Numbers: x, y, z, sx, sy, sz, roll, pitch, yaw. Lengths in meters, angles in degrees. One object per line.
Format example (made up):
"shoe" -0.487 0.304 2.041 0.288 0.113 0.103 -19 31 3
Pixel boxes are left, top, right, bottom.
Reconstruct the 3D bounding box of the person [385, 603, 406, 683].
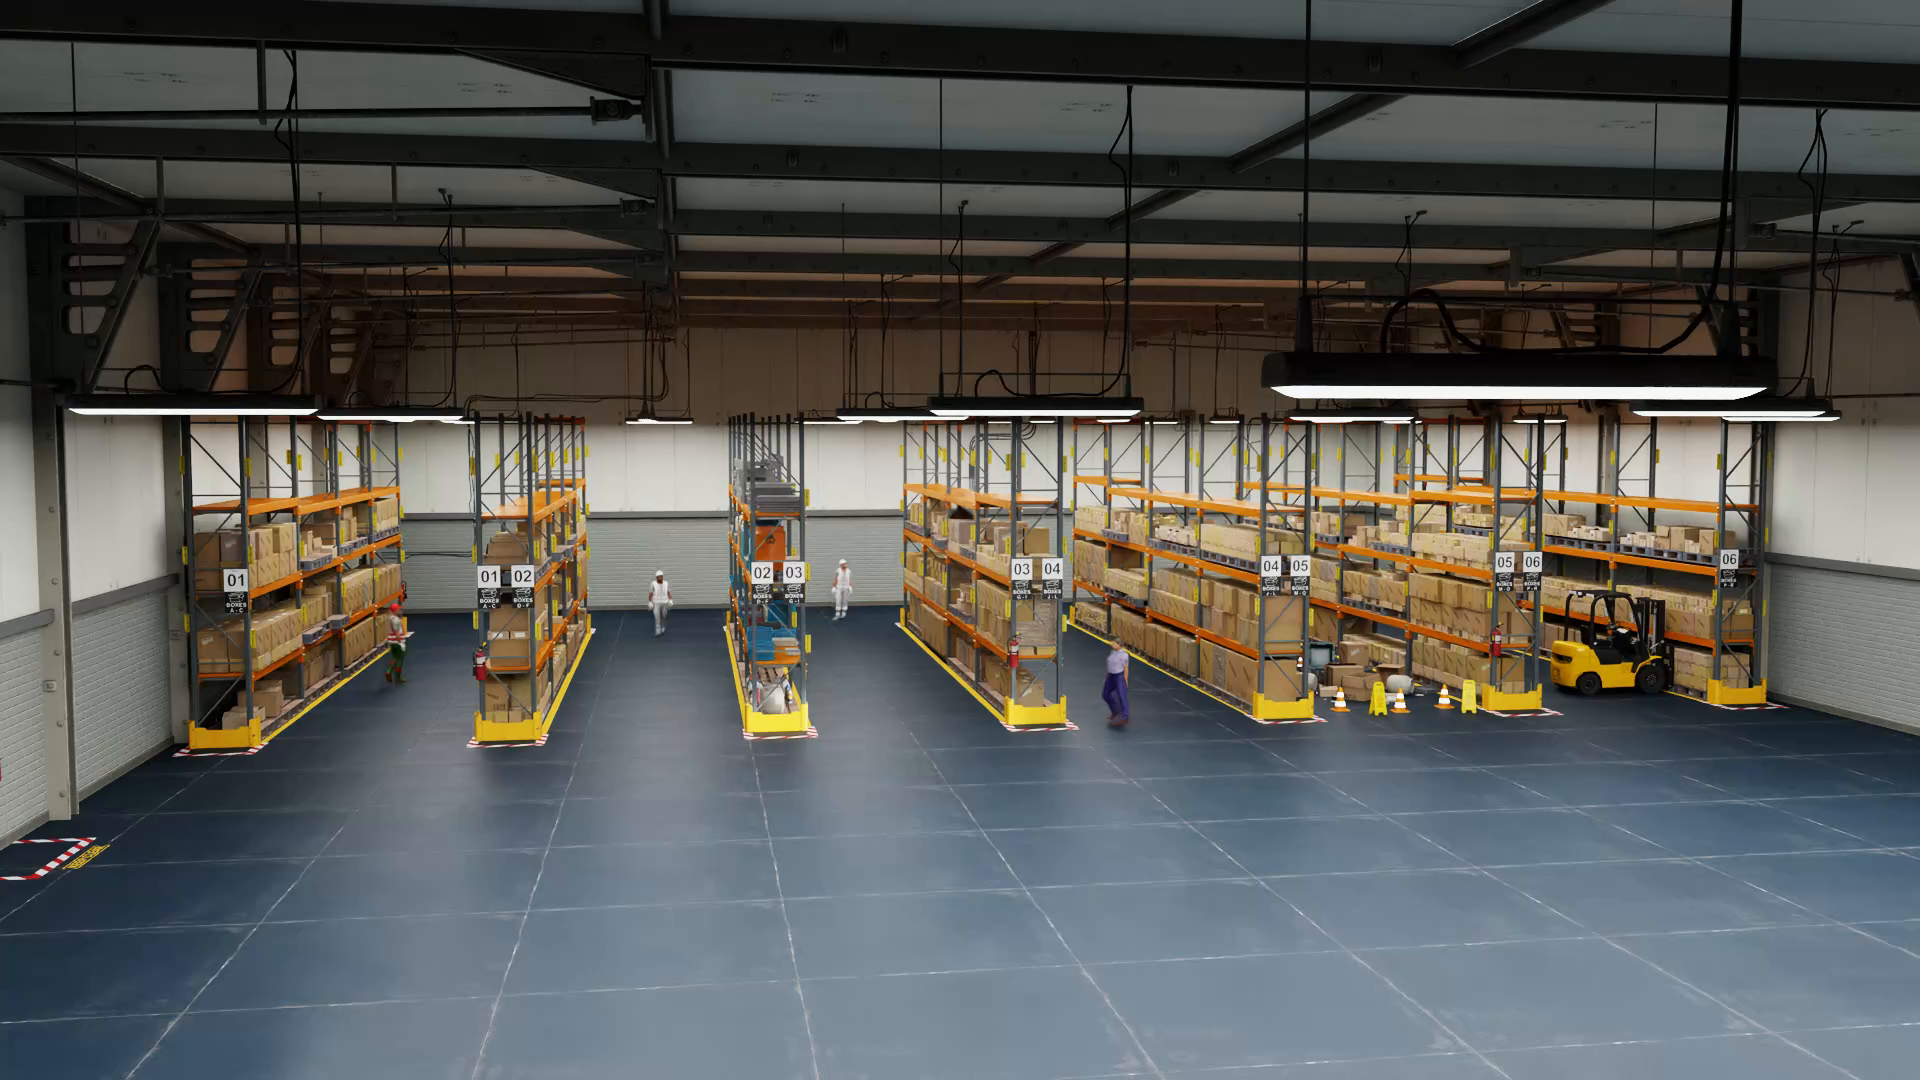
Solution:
"person" -12.551 2.297 37.011 0.539 1.785 0.497 2 4 30

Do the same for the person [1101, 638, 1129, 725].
"person" 3.036 2.707 32.130 0.410 1.663 0.592 -3 5 -38

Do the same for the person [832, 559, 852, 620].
"person" -3.518 1.464 49.468 0.615 1.775 0.753 0 4 1

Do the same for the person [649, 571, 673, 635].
"person" -8.228 1.726 45.713 0.647 1.729 1.050 -1 4 -11
